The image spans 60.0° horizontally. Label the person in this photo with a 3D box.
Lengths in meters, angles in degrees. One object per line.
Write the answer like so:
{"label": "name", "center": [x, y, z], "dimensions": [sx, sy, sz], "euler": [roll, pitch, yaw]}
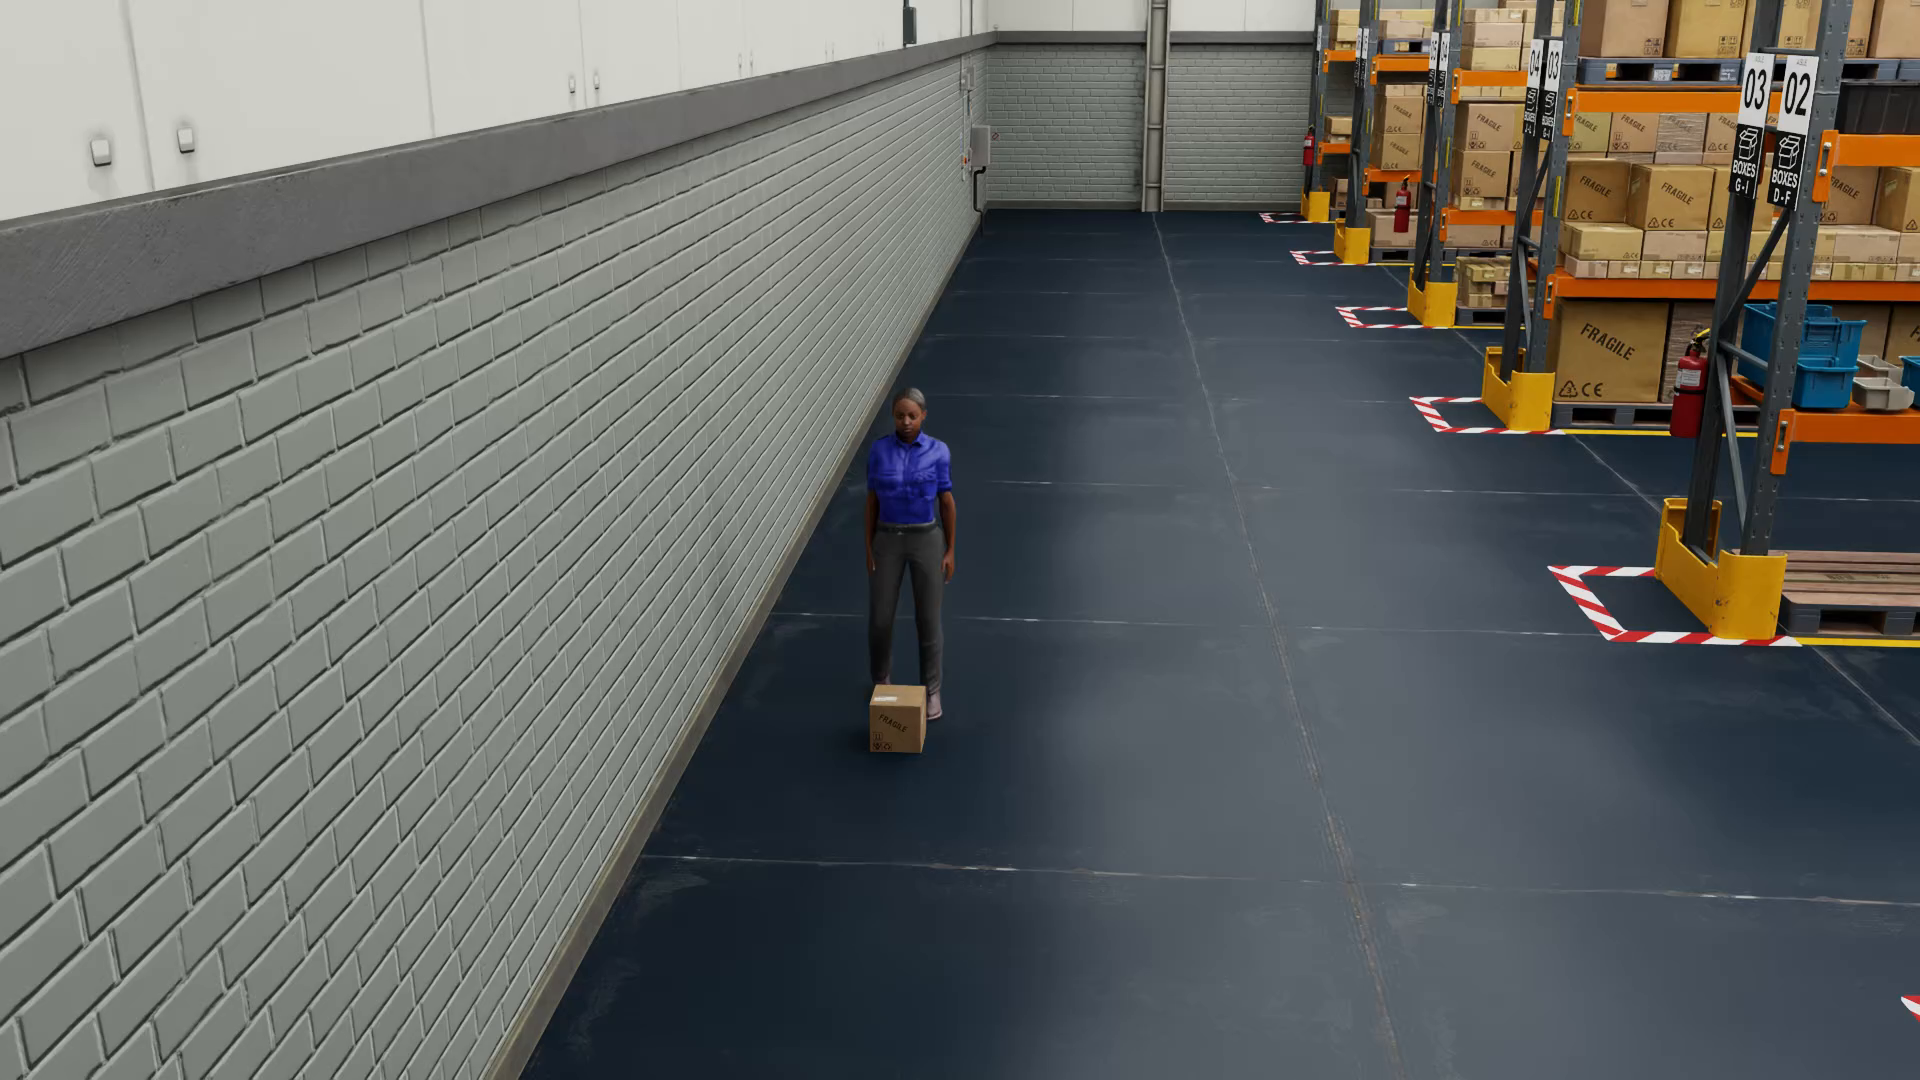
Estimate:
{"label": "person", "center": [-0.254, 0.060, 8.367], "dimensions": [0.462, 1.667, 0.460], "euler": [1, 18, 5]}
